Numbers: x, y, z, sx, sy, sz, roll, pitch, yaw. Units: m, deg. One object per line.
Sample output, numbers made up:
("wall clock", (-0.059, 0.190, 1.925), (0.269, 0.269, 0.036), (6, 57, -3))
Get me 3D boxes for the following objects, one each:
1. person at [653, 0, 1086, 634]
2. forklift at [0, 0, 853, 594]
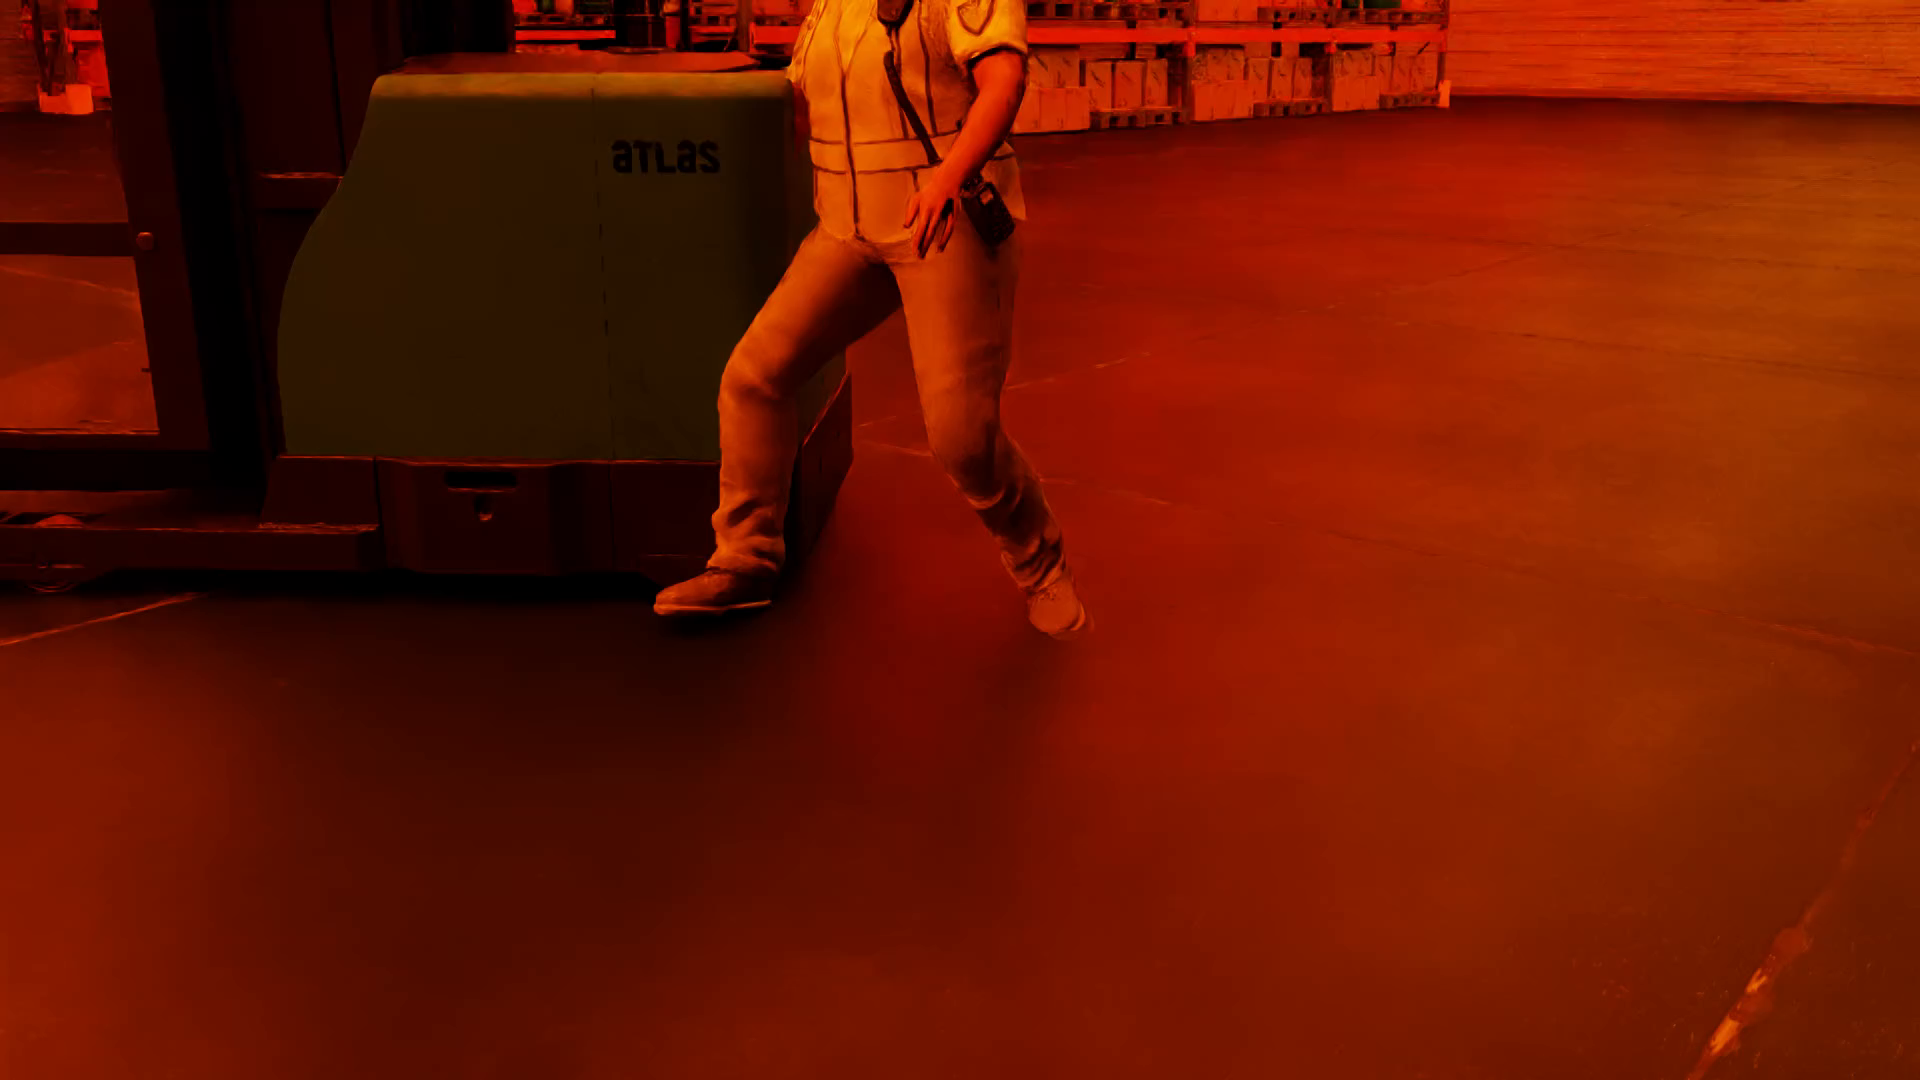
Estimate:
("person", (-0.183, -0.565, 3.219), (0.764, 1.594, 0.775), (14, 22, 38))
("forklift", (-1.820, -1.439, 3.636), (3.031, 2.935, 1.130), (1, 17, 3))
